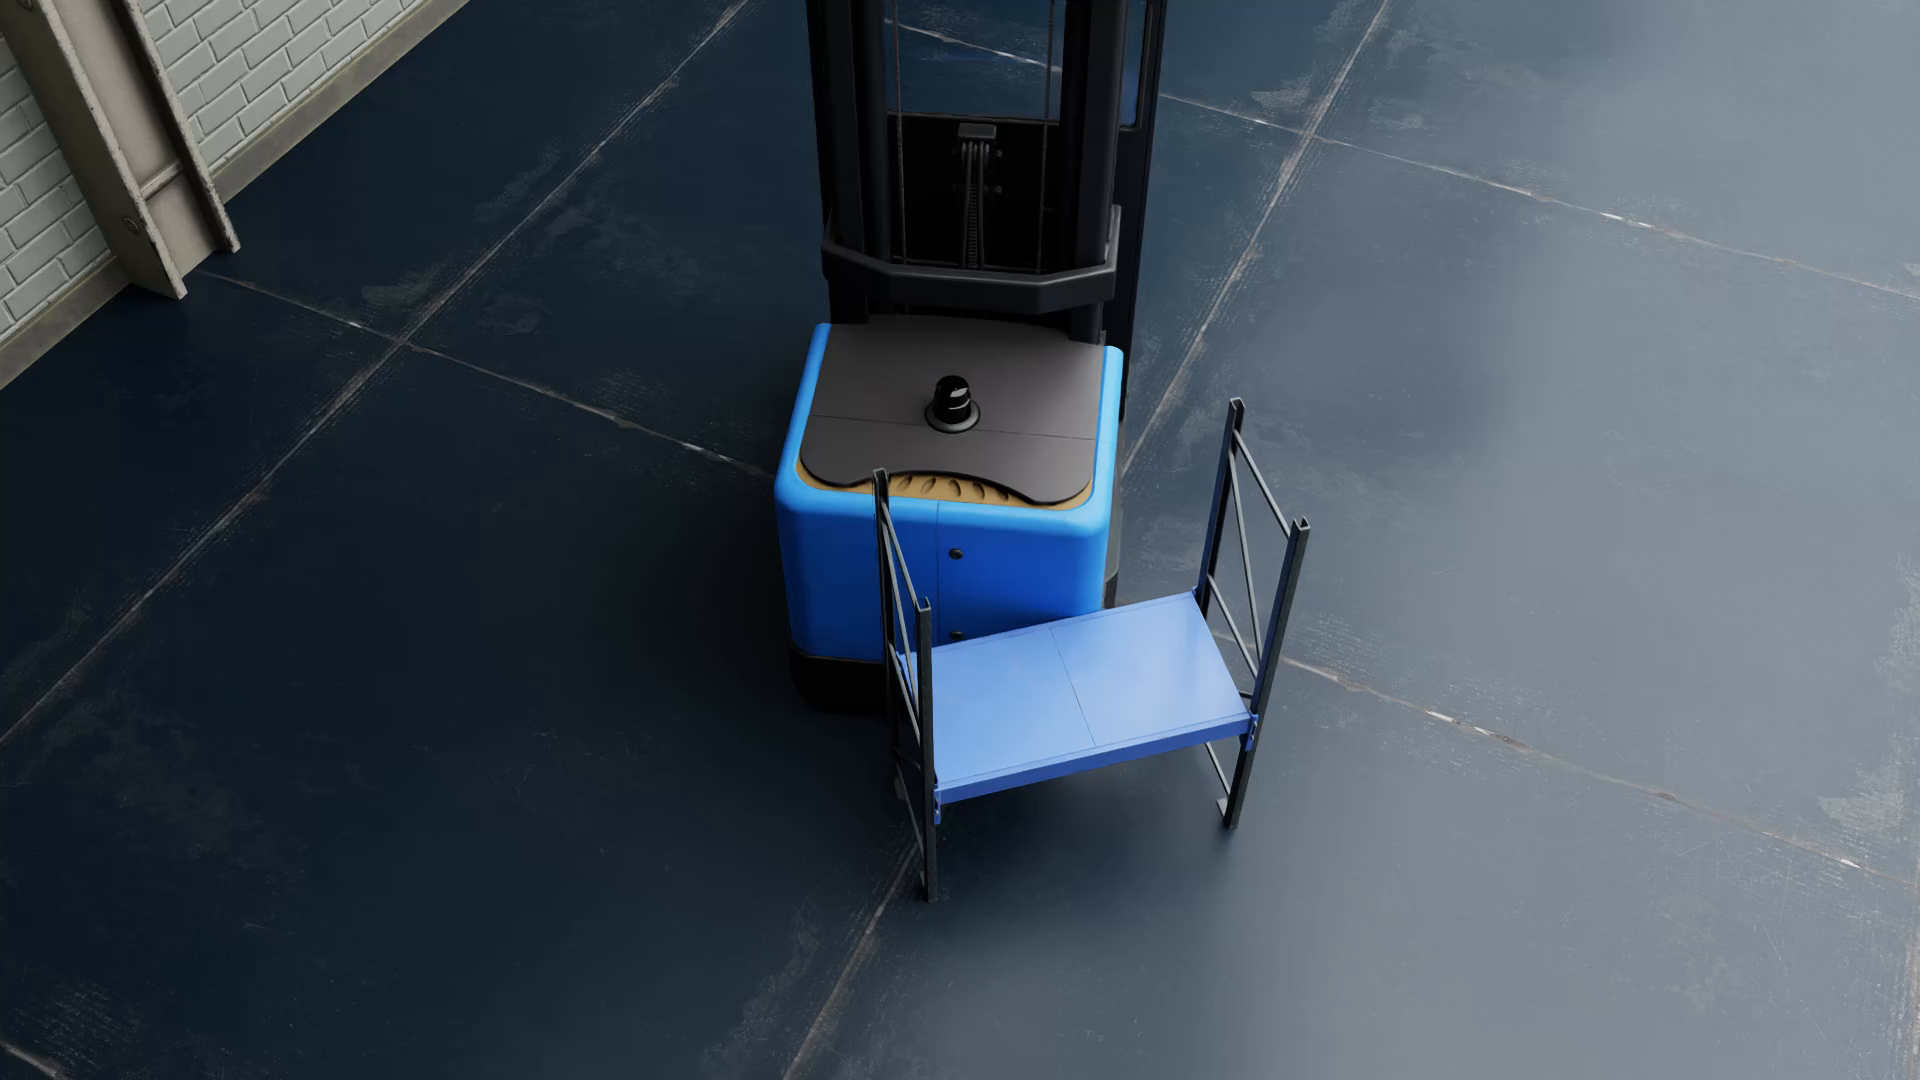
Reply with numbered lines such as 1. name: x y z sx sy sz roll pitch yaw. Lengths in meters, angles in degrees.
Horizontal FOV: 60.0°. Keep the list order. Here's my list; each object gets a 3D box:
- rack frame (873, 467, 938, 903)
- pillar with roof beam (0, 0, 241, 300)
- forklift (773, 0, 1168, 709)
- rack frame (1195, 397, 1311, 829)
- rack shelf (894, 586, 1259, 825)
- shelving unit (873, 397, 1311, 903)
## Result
1. rack frame: -0.152 0.478 4.858 0.032 1.500 0.500 -12 51 -10
2. pillar with roof beam: 0.492 -2.730 2.664 9.100 9.000 0.400 20 52 16
3. forklift: 0.108 -1.465 5.572 1.130 2.935 3.031 5 50 4
4. rack frame: 0.829 0.275 5.031 0.032 1.500 0.500 -12 51 -10
5. rack shelf: 0.338 0.493 5.082 1.000 0.185 0.538 -12 51 -10
6. shelving unit: 0.338 0.377 4.945 1.048 1.500 0.538 -12 51 -10
